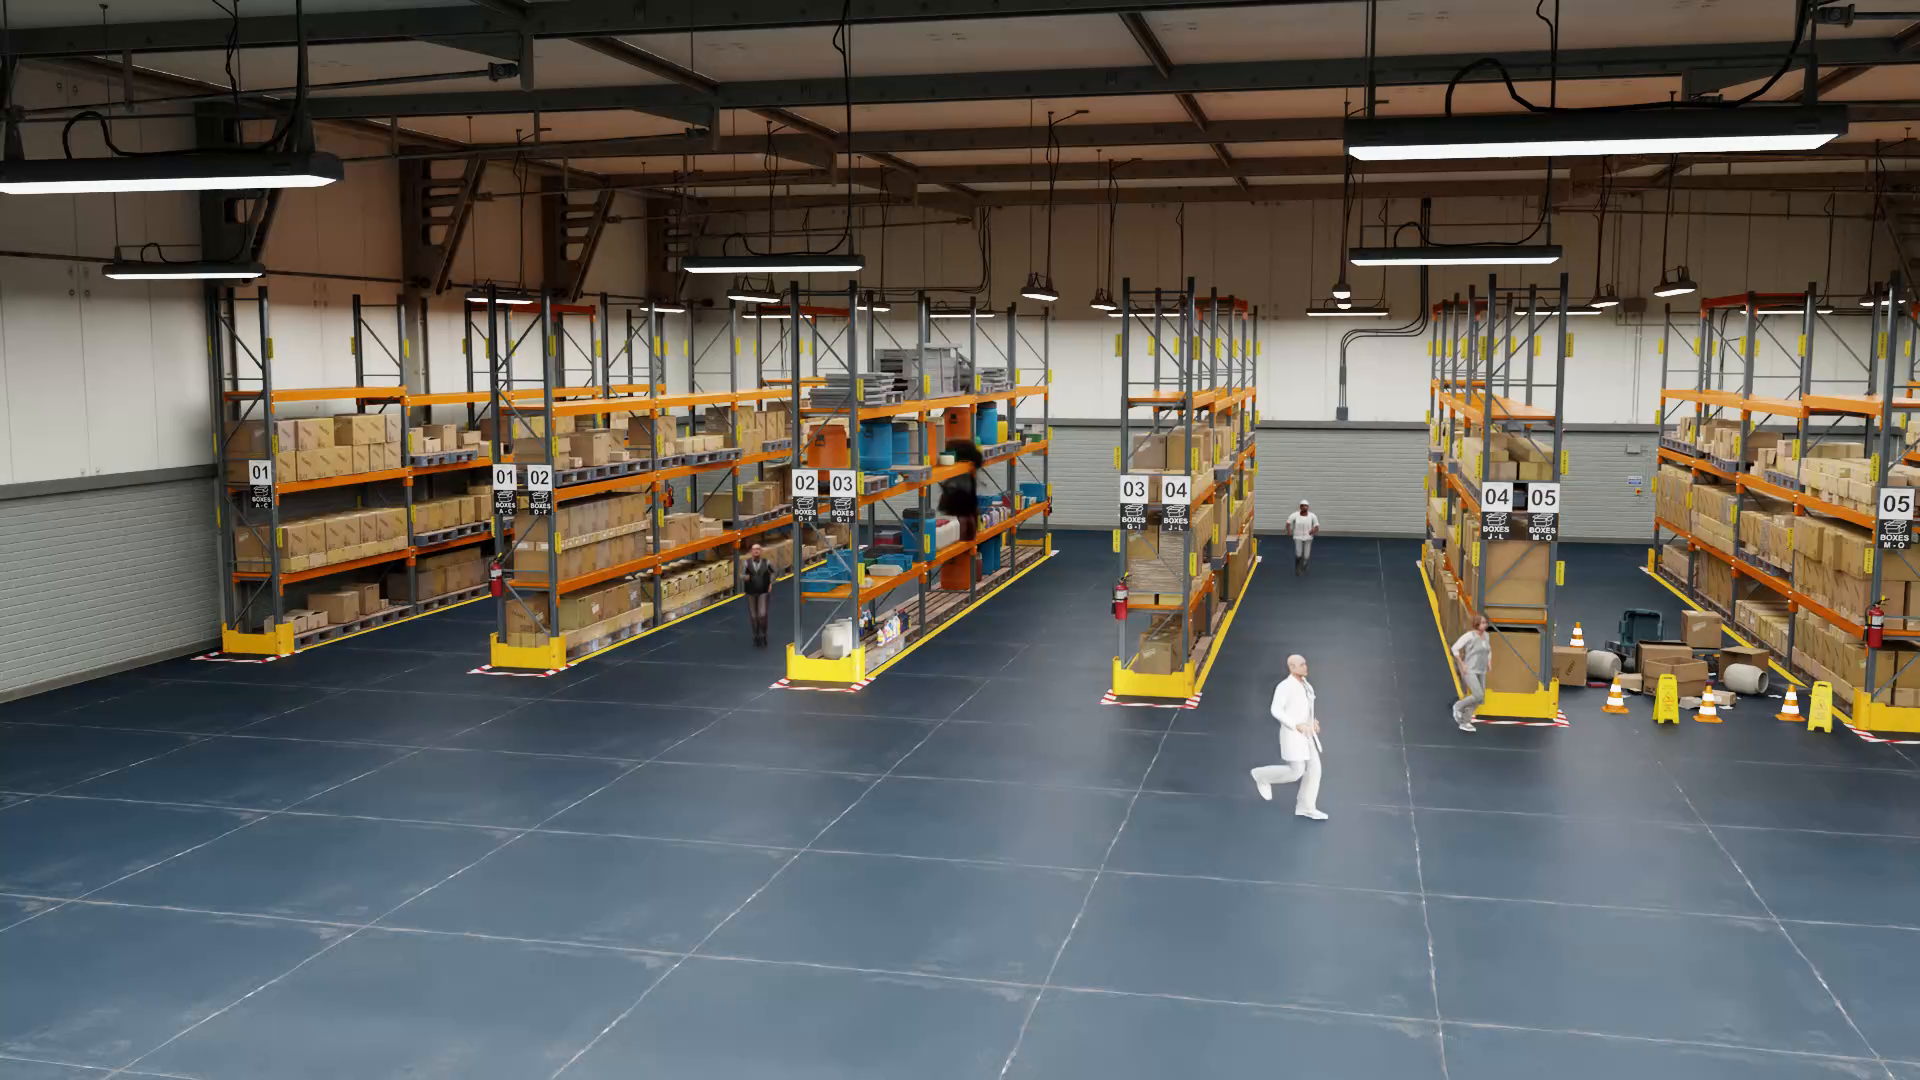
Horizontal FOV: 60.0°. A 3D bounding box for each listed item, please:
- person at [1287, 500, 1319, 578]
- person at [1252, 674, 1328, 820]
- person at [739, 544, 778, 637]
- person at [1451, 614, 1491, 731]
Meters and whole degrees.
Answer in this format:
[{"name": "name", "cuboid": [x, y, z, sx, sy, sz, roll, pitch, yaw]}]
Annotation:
[{"name": "person", "cuboid": [7.475, -0.018, 36.224, 0.666, 1.722, 0.540, 1, 7, 6]}, {"name": "person", "cuboid": [3.584, 2.199, 17.903, 0.877, 1.547, 0.711, 6, 9, 41]}, {"name": "person", "cuboid": [-3.406, 0.877, 27.991, 0.641, 1.616, 0.688, 0, 7, 1]}, {"name": "person", "cuboid": [6.731, 1.746, 21.794, 0.563, 1.537, 0.482, -4, 8, -29]}]
